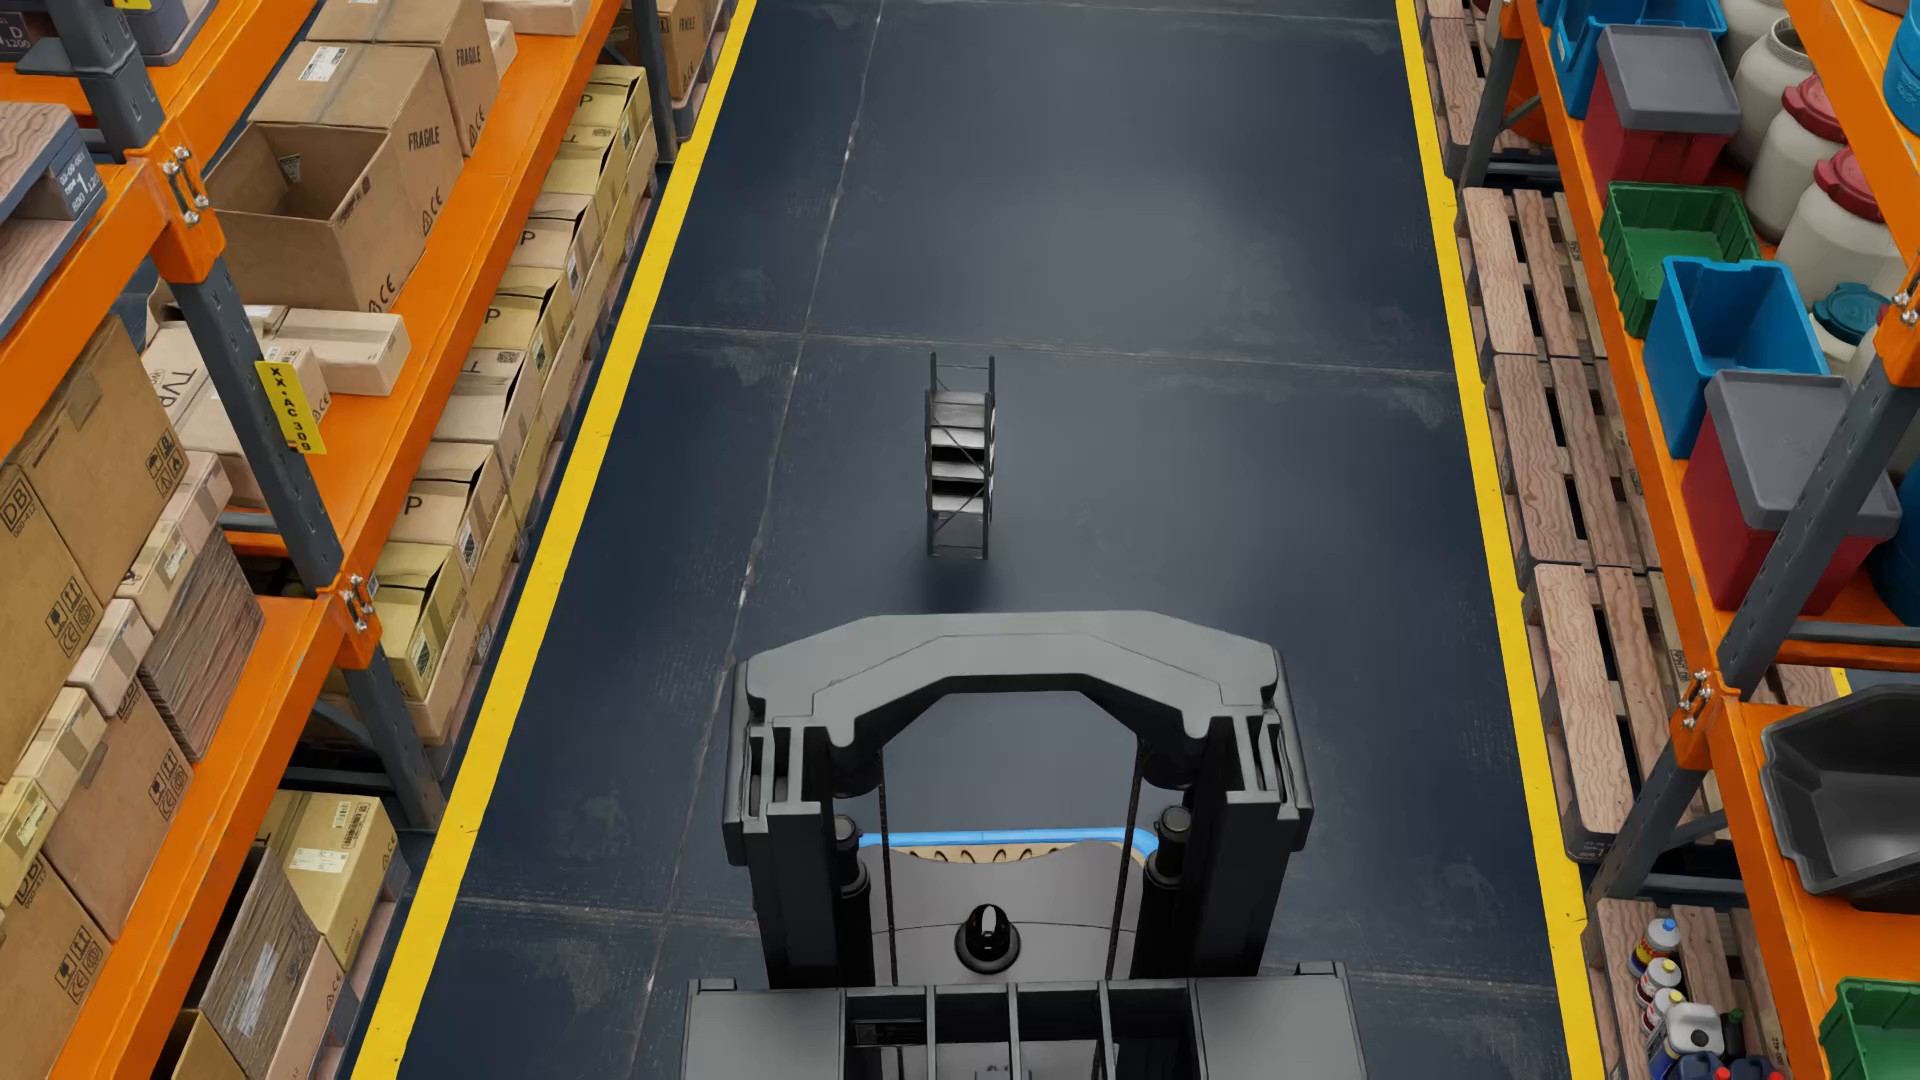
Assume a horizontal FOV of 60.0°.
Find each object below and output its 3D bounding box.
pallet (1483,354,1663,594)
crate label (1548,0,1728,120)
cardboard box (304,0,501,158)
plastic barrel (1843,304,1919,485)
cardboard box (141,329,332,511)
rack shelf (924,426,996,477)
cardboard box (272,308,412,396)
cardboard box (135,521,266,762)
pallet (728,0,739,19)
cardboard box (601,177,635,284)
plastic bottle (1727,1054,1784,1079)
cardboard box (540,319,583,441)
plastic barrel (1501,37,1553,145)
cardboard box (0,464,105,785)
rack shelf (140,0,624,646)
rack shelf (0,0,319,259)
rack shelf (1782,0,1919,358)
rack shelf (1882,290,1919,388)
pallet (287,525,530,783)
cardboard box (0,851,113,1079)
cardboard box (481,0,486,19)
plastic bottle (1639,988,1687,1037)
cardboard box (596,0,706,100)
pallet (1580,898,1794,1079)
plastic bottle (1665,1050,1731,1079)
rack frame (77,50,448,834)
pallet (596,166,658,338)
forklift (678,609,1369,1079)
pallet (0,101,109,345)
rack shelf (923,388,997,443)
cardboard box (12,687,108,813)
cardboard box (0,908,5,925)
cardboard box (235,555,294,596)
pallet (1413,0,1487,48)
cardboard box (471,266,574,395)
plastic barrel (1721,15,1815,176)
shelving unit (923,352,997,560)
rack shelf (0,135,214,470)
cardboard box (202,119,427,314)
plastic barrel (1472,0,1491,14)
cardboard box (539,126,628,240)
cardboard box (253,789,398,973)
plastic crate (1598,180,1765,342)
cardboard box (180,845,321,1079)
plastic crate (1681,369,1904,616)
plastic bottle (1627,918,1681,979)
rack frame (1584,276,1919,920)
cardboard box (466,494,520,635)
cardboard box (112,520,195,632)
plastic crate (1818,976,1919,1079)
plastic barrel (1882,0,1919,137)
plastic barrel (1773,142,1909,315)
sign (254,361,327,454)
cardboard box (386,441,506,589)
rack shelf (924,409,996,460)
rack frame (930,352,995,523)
[{"bbox_3d":[2.754,-0.266,6.850,1.003,0.211,1.213,4,48,4],"label":"pallet"},{"bbox_3d":[2.617,-1.968,6.493,0.502,0.435,0.616,4,48,4],"label":"crate label"},{"bbox_3d":[-2.092,-1.803,6.299,0.500,0.500,0.500,2,48,1],"label":"cardboard box"},{"bbox_3d":[2.918,-0.463,5.048,0.433,0.535,0.433,0,48,0],"label":"plastic barrel"},{"bbox_3d":[-2.318,-0.378,5.165,0.500,0.250,0.500,7,48,6],"label":"cardboard box"},{"bbox_3d":[0.001,-0.348,6.382,0.258,0.077,0.200,4,48,4],"label":"rack shelf"},{"bbox_3d":[-2.035,-0.617,5.452,0.380,0.149,0.250,4,48,4],"label":"cardboard box"},{"bbox_3d":[-2.354,0.229,4.440,0.700,0.500,0.500,3,48,3],"label":"cardboard box"},{"bbox_3d":[-1.736,-3.503,9.811,1.003,0.211,1.213,4,48,4],"label":"pallet"},{"bbox_3d":[-1.804,-1.435,7.609,0.500,0.250,0.500,3,48,3],"label":"cardboard box"},{"bbox_3d":[2.270,1.592,4.758,0.144,0.351,0.185,4,48,4],"label":"plastic bottle"},{"bbox_3d":[-1.896,-0.688,6.925,0.500,0.250,0.500,5,48,4],"label":"cardboard box"},{"bbox_3d":[3.005,-2.438,8.133,0.600,0.830,0.708,4,48,4],"label":"plastic barrel"},{"bbox_3d":[-2.399,0.162,3.622,0.700,0.500,0.500,4,48,3],"label":"cardboard box"},{"bbox_3d":[-2.137,-1.291,6.386,1.077,0.370,4.000,4,48,4],"label":"rack shelf"},{"bbox_3d":[-2.137,-2.303,5.279,1.077,0.370,4.000,4,48,4],"label":"rack shelf"},{"bbox_3d":[2.795,-1.968,4.972,1.077,0.370,4.000,4,48,4],"label":"rack shelf"},{"bbox_3d":[2.431,0.972,2.283,1.077,0.370,4.000,4,48,4],"label":"rack shelf"},{"bbox_3d":[-2.291,0.333,6.302,1.003,0.211,1.213,4,48,4],"label":"pallet"},{"bbox_3d":[-2.445,0.985,3.749,0.700,0.500,0.500,5,48,4],"label":"cardboard box"},{"bbox_3d":[-2.229,-2.329,6.908,0.500,0.311,0.500,3,48,3],"label":"cardboard box"},{"bbox_3d":[2.129,1.422,5.015,0.097,0.201,0.097,0,48,0],"label":"plastic bottle"},{"bbox_3d":[-1.629,-2.624,8.513,0.500,0.500,0.500,6,48,5],"label":"cardboard box"},{"bbox_3d":[2.510,1.703,5.049,1.003,0.211,1.213,4,48,4],"label":"pallet"},{"bbox_3d":[2.126,1.582,4.767,0.144,0.351,0.185,5,48,5],"label":"plastic bottle"},{"bbox_3d":[-2.320,-0.064,4.776,1.000,3.000,0.127,4,48,4],"label":"rack frame"},{"bbox_3d":[-2.069,-1.460,7.942,1.003,0.211,1.213,4,48,4],"label":"pallet"},{"bbox_3d":[0.104,1.625,3.278,1.130,2.935,3.031,-1,48,-1],"label":"forklift"},{"bbox_3d":[-2.372,-0.418,3.127,1.003,0.211,1.213,4,48,4],"label":"pallet"},{"bbox_3d":[0.001,-0.469,6.249,0.258,0.077,0.200,4,48,4],"label":"rack shelf"},{"bbox_3d":[-2.200,0.465,3.785,0.380,0.149,0.250,4,48,3],"label":"cardboard box"},{"bbox_3d":[-2.248,0.830,3.450,0.380,0.149,0.250,5,48,5],"label":"cardboard box"},{"bbox_3d":[-2.568,0.216,5.719,0.500,0.311,0.500,4,48,4],"label":"cardboard box"},{"bbox_3d":[3.121,-3.203,9.536,1.003,0.211,1.213,4,48,4],"label":"pallet"},{"bbox_3d":[-1.895,-0.884,6.724,0.500,0.311,0.500,5,48,5],"label":"cardboard box"},{"bbox_3d":[3.058,-1.626,6.128,0.421,0.512,0.421,0,48,0],"label":"plastic barrel"},{"bbox_3d":[0.001,-0.310,6.423,0.258,0.900,0.210,4,48,4],"label":"shelving unit"},{"bbox_3d":[-2.502,0.636,2.590,1.077,0.370,4.000,4,48,4],"label":"rack shelf"},{"bbox_3d":[-2.185,-1.048,5.608,0.500,0.500,0.500,7,48,6],"label":"cardboard box"},{"bbox_3d":[3.108,-3.186,8.981,0.600,0.588,0.708,4,48,4],"label":"plastic barrel"},{"bbox_3d":[-1.798,-1.623,7.400,0.500,0.311,0.500,3,48,3],"label":"cardboard box"},{"bbox_3d":[-2.144,1.077,5.311,0.500,0.250,0.500,4,48,4],"label":"cardboard box"},{"bbox_3d":[2.490,-0.956,5.735,0.450,0.188,0.662,4,48,4],"label":"plastic crate"},{"bbox_3d":[-2.201,1.191,4.698,0.500,0.500,0.500,4,48,4],"label":"cardboard box"},{"bbox_3d":[2.352,-0.126,4.789,0.402,0.464,0.583,4,48,4],"label":"plastic crate"},{"bbox_3d":[2.147,1.249,5.126,0.097,0.271,0.097,0,48,0],"label":"plastic bottle"},{"bbox_3d":[2.613,0.272,4.469,1.000,3.000,0.127,4,48,4],"label":"rack frame"},{"bbox_3d":[-1.988,0.067,6.235,0.500,0.250,0.500,5,48,5],"label":"cardboard box"},{"bbox_3d":[-2.156,0.079,4.138,0.380,0.149,0.250,3,48,3],"label":"cardboard box"},{"bbox_3d":[2.208,1.322,3.652,0.450,0.188,0.662,4,48,4],"label":"plastic crate"},{"bbox_3d":[2.443,-1.298,3.532,0.600,0.901,0.708,4,48,4],"label":"plastic barrel"},{"bbox_3d":[2.985,-1.002,5.541,0.433,0.535,0.433,0,48,0],"label":"plastic barrel"},{"bbox_3d":[-1.767,-0.347,4.394,0.100,0.325,0.005,4,48,4],"label":"sign"},{"bbox_3d":[-1.983,-0.122,6.027,0.500,0.311,0.500,3,48,3],"label":"cardboard box"},{"bbox_3d":[0.001,-0.409,6.315,0.258,0.077,0.200,4,48,4],"label":"rack shelf"},{"bbox_3d":[0.010,-0.384,6.492,0.240,0.900,0.006,4,48,4],"label":"rack frame"}]
